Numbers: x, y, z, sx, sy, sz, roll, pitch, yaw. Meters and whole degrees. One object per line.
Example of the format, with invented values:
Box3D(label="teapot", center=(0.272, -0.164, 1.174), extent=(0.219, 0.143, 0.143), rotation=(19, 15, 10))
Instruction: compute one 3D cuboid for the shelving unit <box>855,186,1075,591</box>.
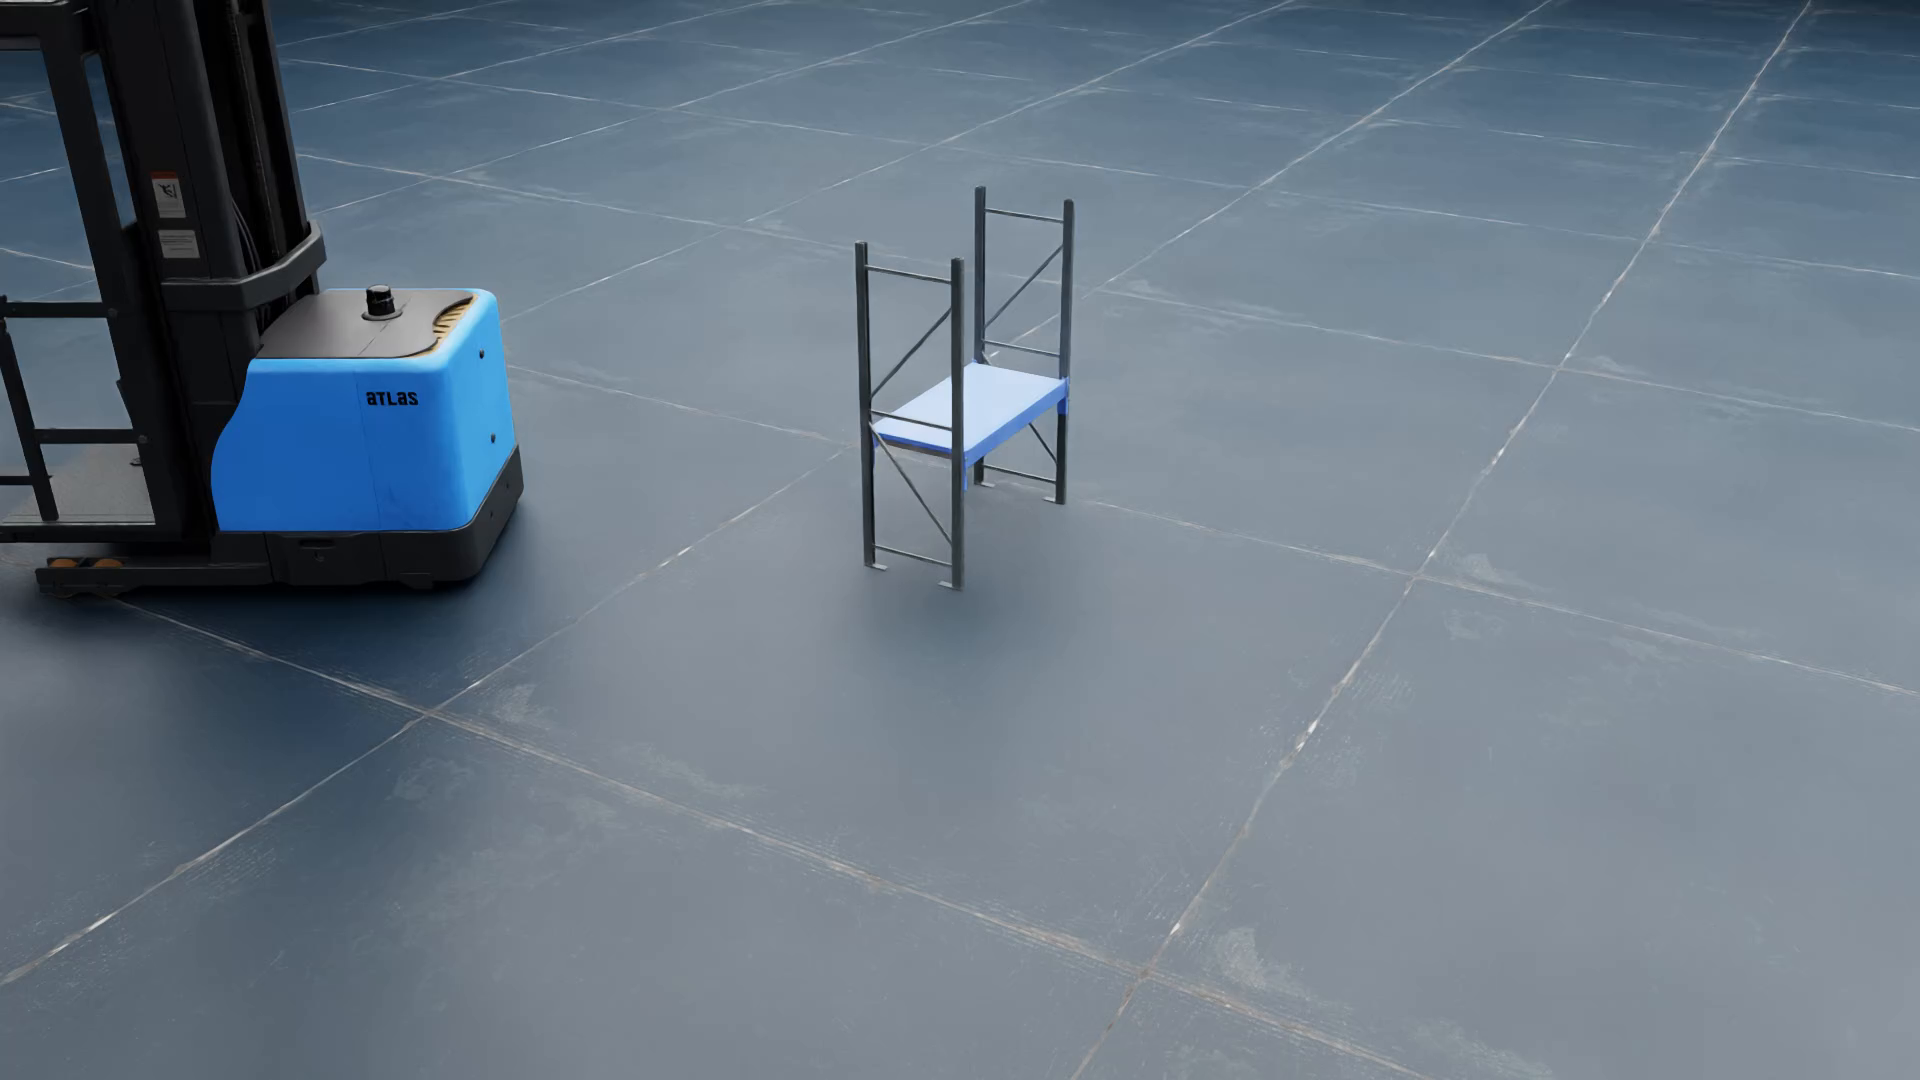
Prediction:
Box3D(label="shelving unit", center=(0.042, -0.704, 7.481), extent=(0.538, 1.500, 1.048), rotation=(14, 30, 26))

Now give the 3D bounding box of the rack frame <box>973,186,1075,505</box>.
Box3D(label="rack frame", center=(0.292, -0.902, 7.876), extent=(0.500, 1.500, 0.032), rotation=(14, 30, 26))

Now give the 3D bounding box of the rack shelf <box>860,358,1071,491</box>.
Box3D(label="rack shelf", center=(0.042, -0.543, 7.561), extent=(0.538, 0.185, 1.000), rotation=(14, 30, 26))

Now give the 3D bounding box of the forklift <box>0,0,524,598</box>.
Box3D(label="forklift", center=(-3.630, -1.297, 7.067), extent=(3.031, 2.935, 1.130), rotation=(0, 27, 0))

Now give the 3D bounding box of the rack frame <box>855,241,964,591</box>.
Box3D(label="rack frame", center=(-0.208, -0.506, 7.085), extent=(0.500, 1.500, 0.032), rotation=(14, 30, 26))
